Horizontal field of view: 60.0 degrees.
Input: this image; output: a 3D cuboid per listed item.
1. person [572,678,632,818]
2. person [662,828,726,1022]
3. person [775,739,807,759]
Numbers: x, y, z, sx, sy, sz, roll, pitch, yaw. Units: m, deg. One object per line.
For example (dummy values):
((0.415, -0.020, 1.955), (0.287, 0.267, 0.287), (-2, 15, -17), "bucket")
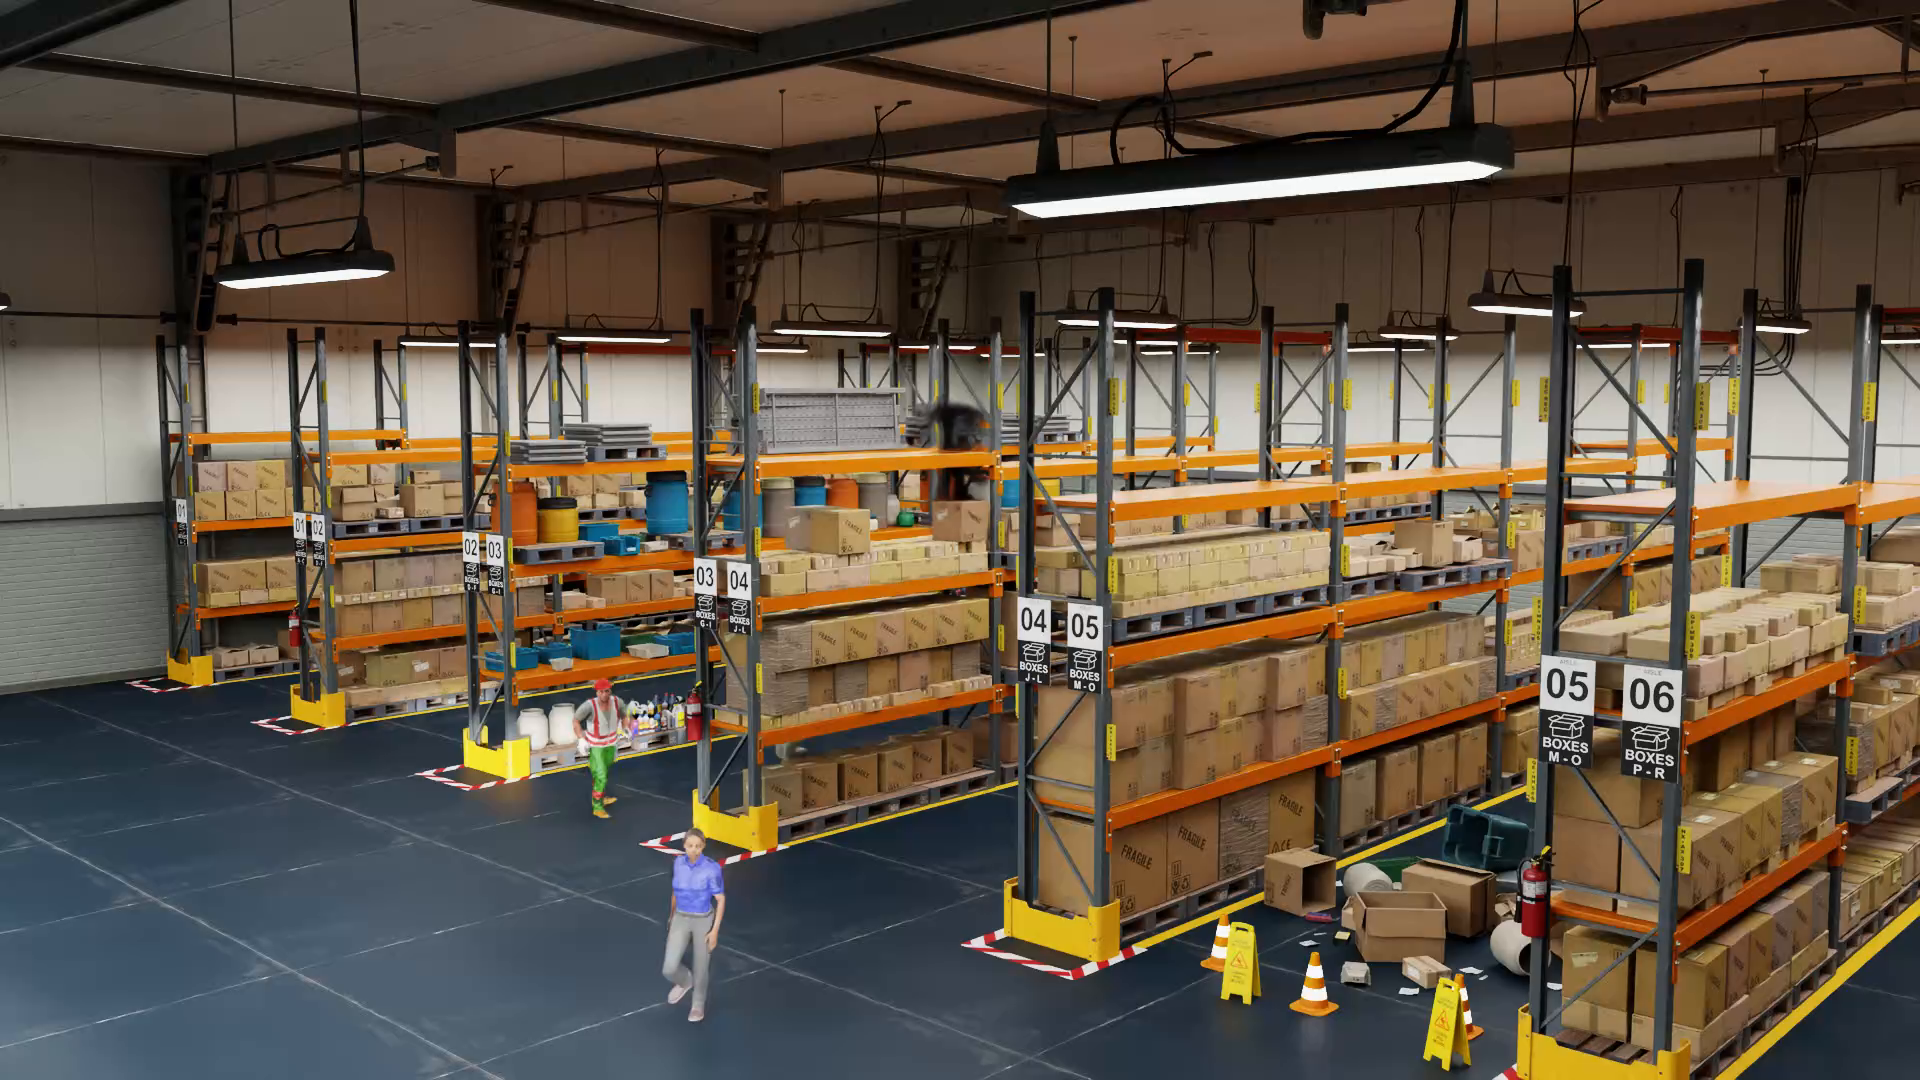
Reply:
((-4.263, 2.458, 19.940), (0.906, 1.708, 0.702), (5, 7, 42), "person")
((-2.144, 3.100, 13.431), (0.581, 1.630, 0.545), (1, 5, 10), "person")
((-2.137, 2.352, 21.499), (0.614, 1.619, 0.649), (4, 6, 34), "person")
